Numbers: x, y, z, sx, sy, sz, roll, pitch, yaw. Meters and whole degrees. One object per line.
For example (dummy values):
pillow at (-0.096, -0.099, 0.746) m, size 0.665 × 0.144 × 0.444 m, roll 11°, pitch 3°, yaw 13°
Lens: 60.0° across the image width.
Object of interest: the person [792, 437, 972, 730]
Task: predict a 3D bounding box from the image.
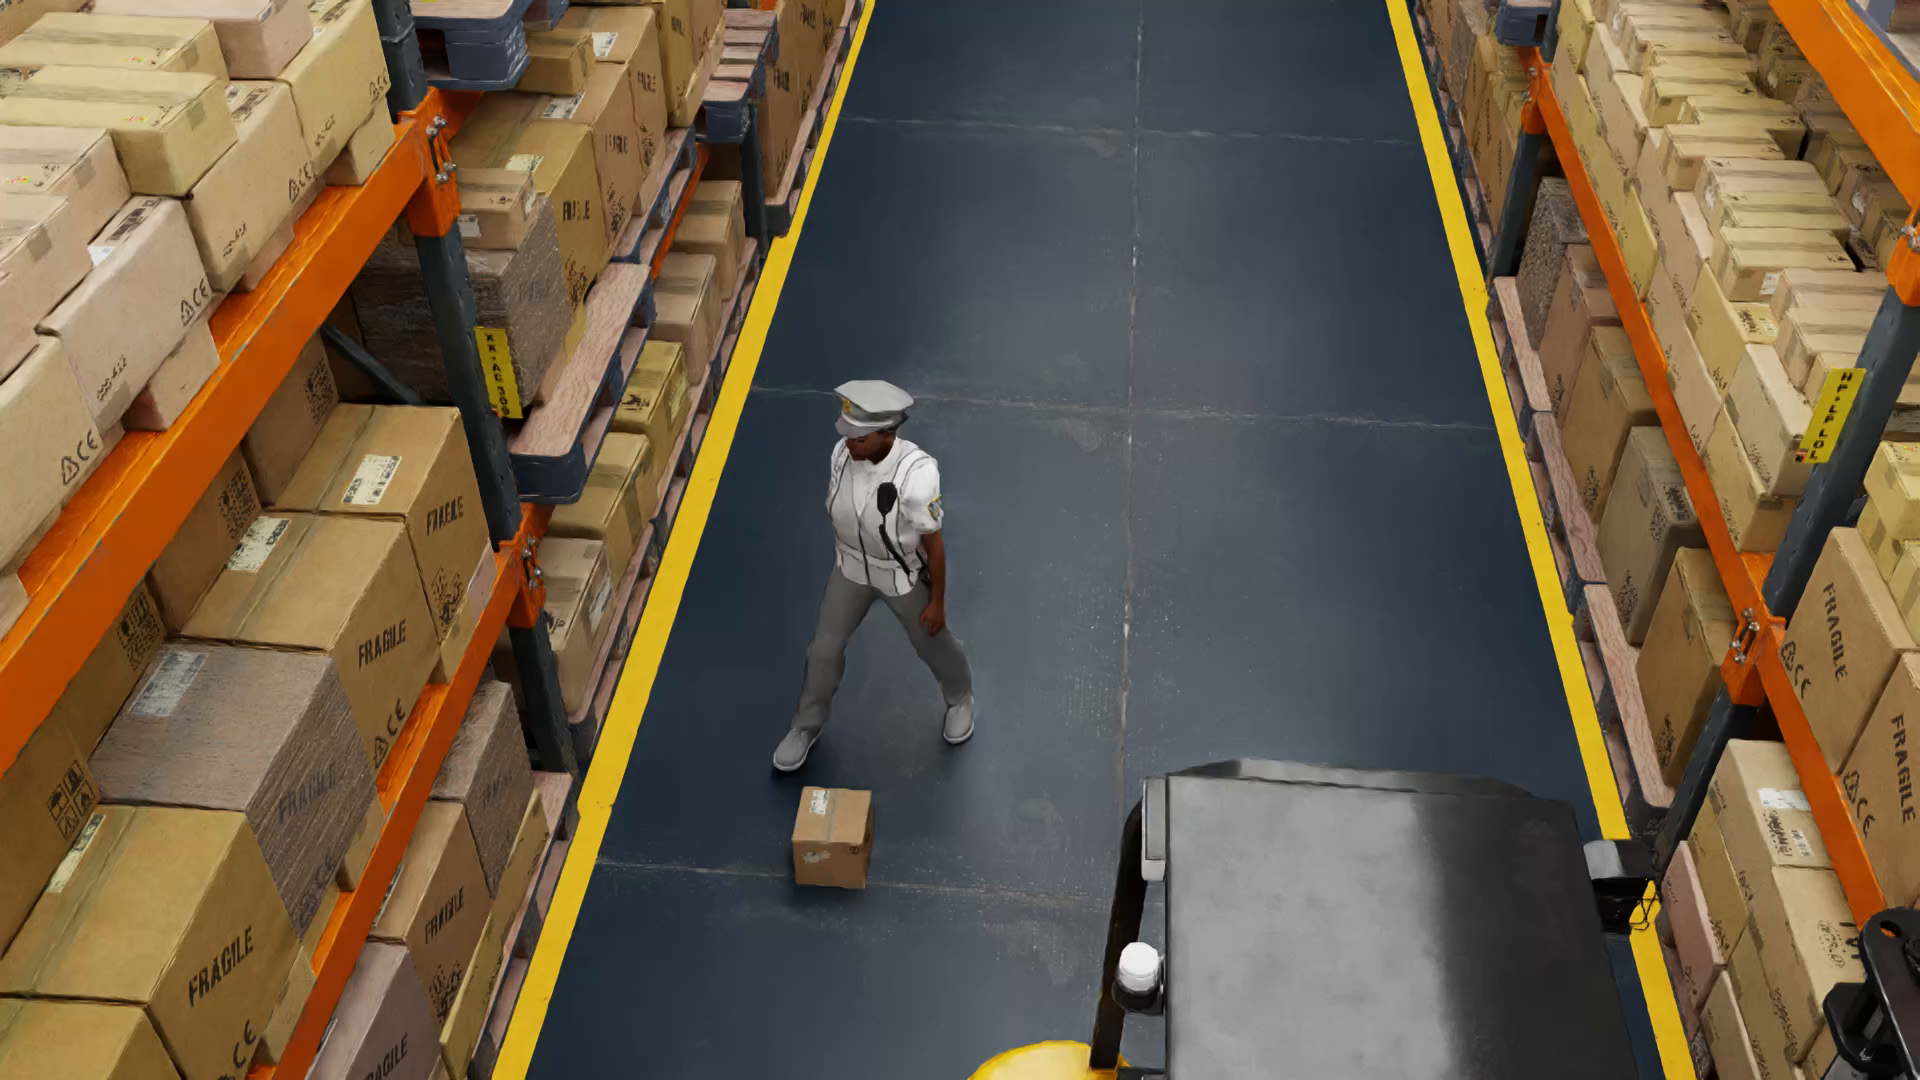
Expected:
person at (-0.298, 0.162, 6.077) m, size 0.534 × 1.330 × 0.595 m, roll 20°, pitch 44°, yaw 22°
